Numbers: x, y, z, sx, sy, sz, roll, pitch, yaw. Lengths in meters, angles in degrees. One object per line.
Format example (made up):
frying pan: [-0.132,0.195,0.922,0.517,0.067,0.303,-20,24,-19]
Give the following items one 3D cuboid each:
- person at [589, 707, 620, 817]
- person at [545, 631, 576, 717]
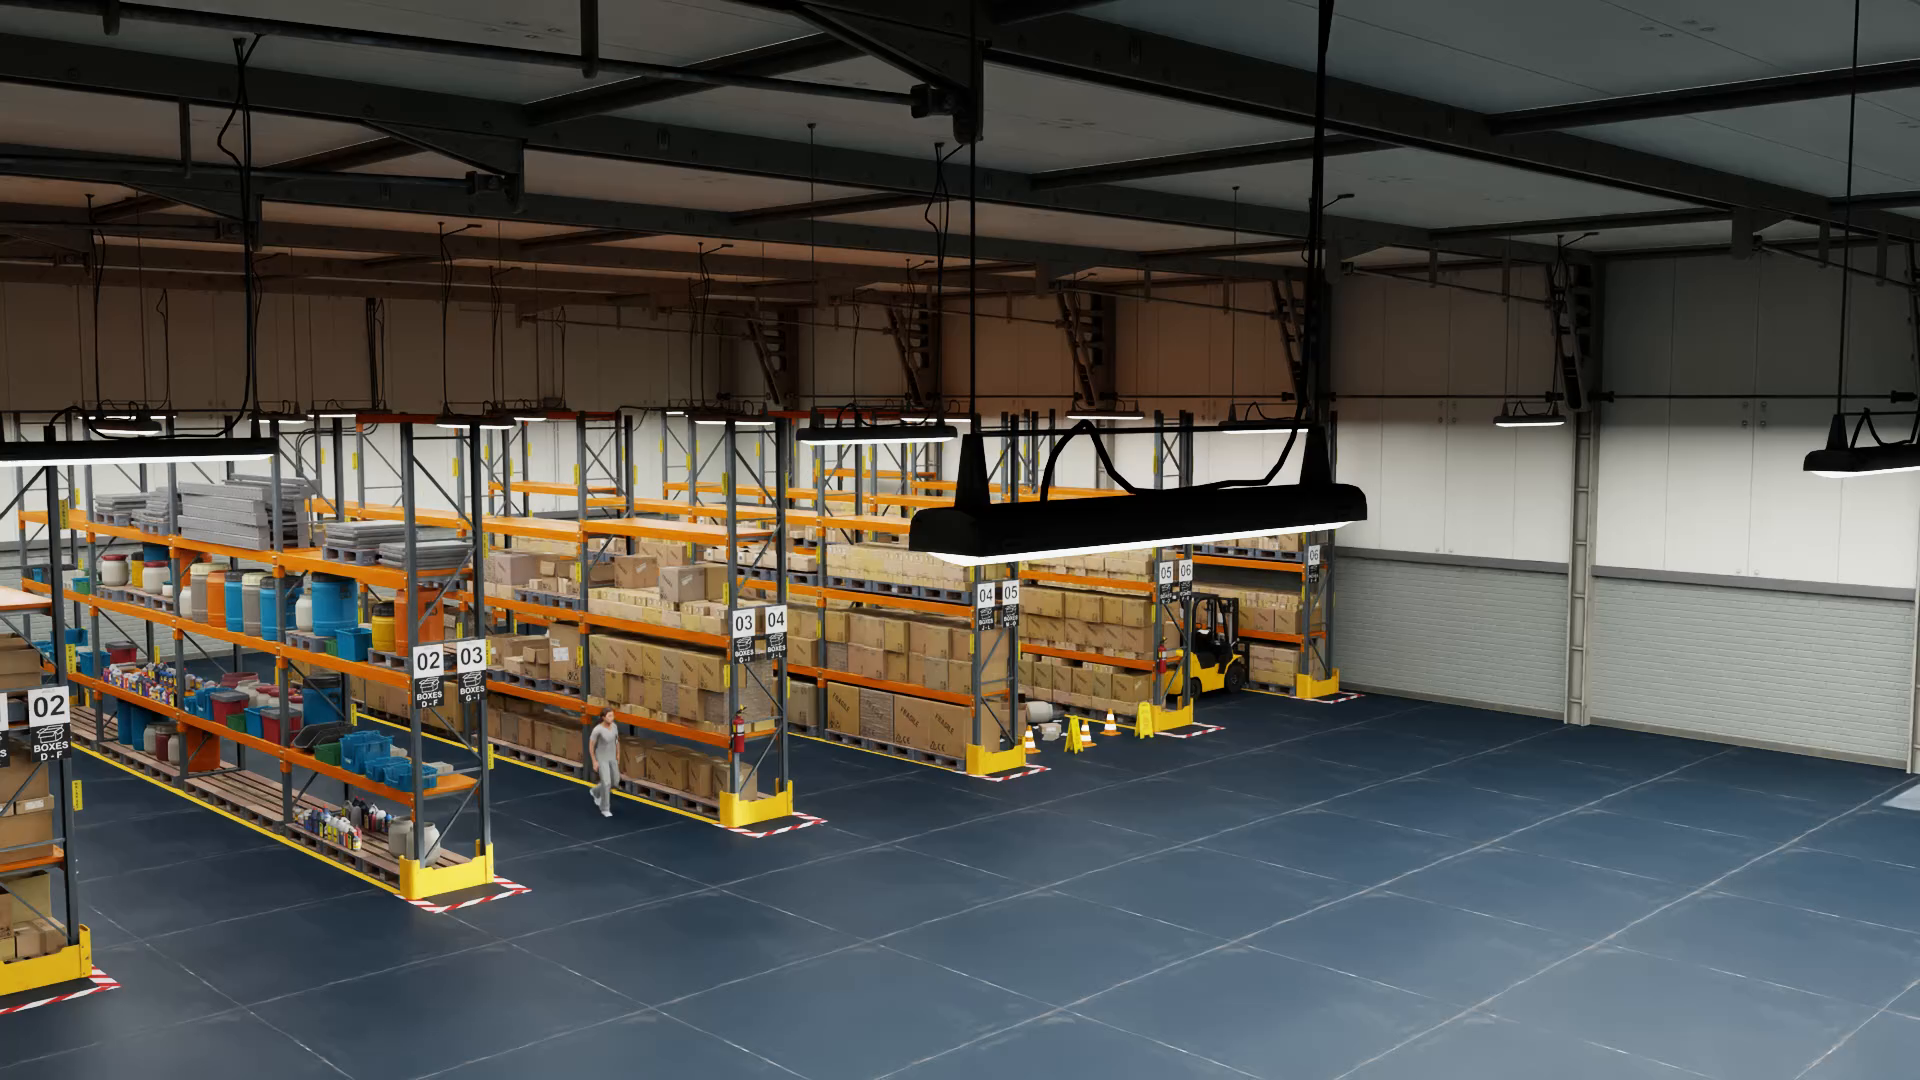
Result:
person: [-5.427,3.329,25.205,0.640,1.654,0.523,4,6,38]
person: [-8.015,2.626,32.735,1.084,1.720,0.523,5,7,42]
